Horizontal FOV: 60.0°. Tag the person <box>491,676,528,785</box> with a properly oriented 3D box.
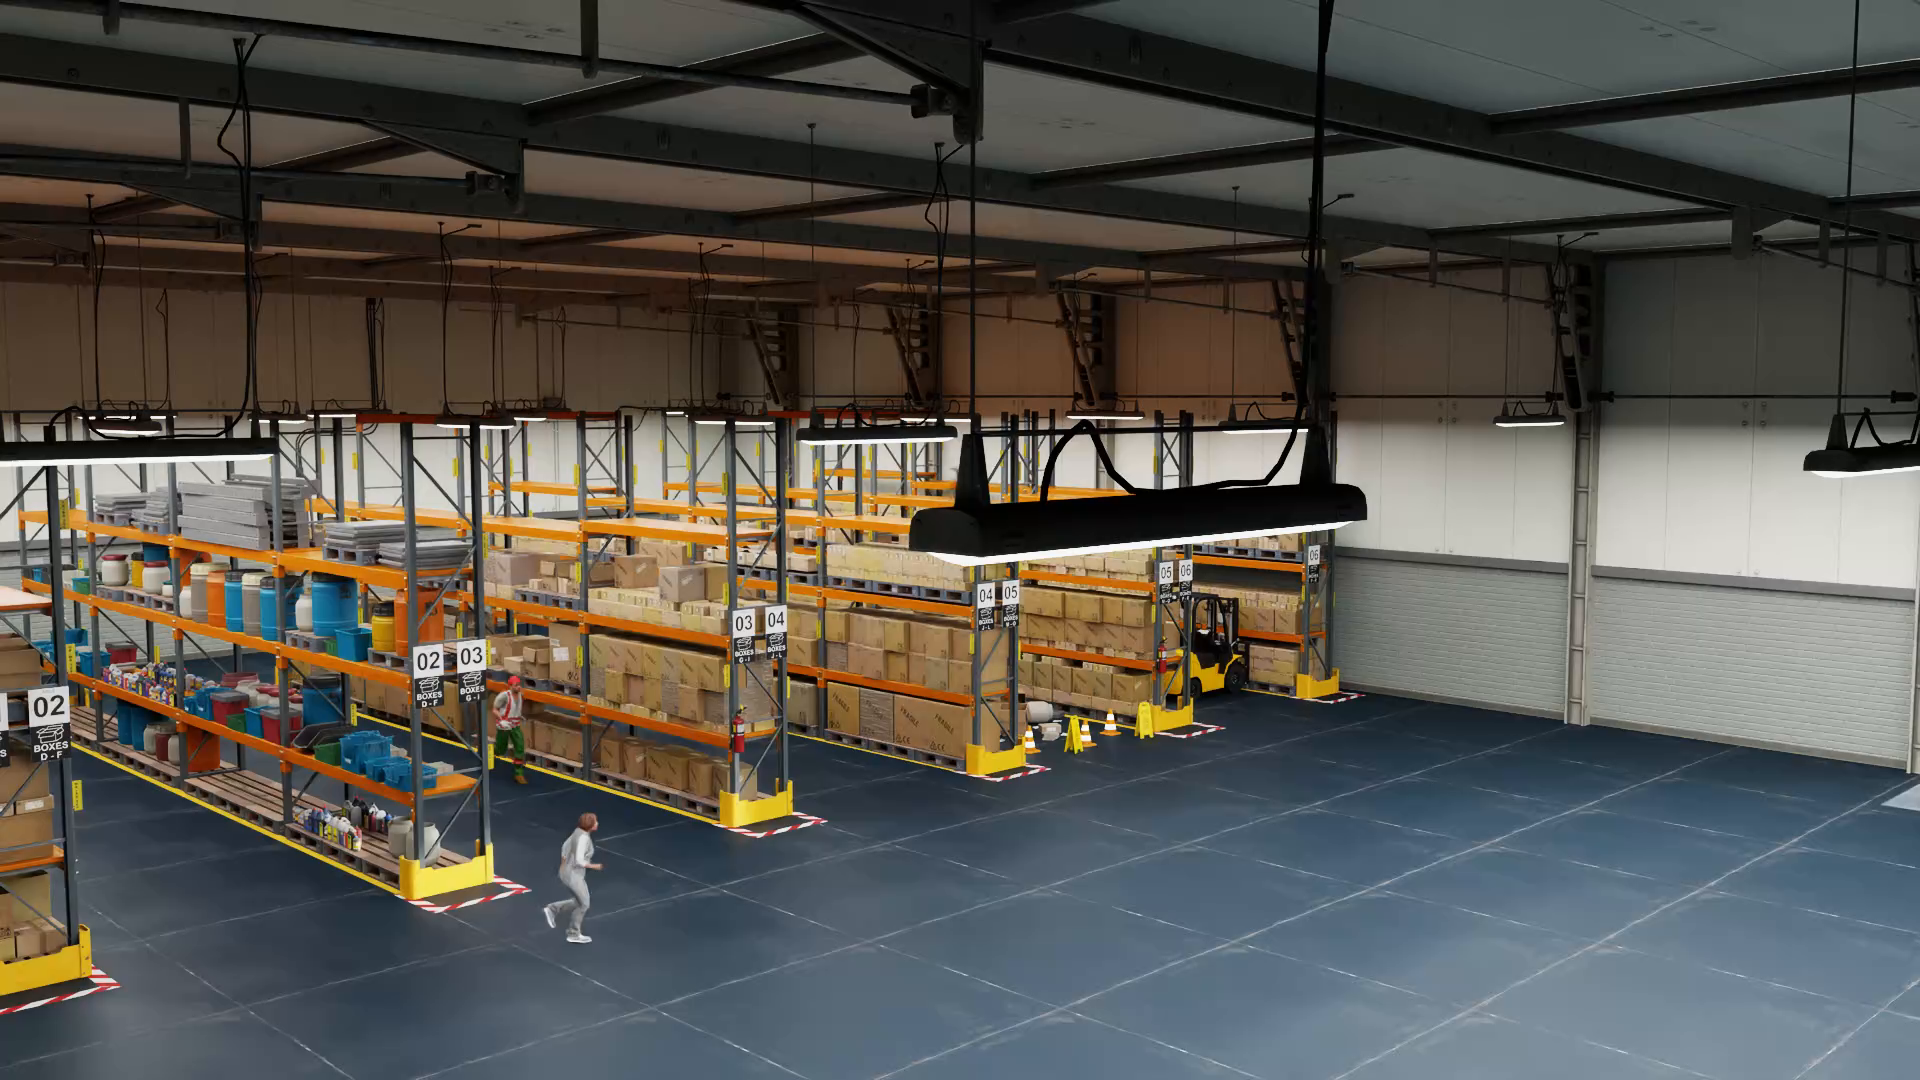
[{"bbox_3d":[-7.452,3.092,27.369,1.073,1.772,0.658,4,7,41],"label":"person"}]

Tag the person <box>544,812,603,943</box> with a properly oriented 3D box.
[{"bbox_3d":[-4.460,3.911,19.187,0.678,1.543,0.522,-1,5,-11],"label":"person"}]
